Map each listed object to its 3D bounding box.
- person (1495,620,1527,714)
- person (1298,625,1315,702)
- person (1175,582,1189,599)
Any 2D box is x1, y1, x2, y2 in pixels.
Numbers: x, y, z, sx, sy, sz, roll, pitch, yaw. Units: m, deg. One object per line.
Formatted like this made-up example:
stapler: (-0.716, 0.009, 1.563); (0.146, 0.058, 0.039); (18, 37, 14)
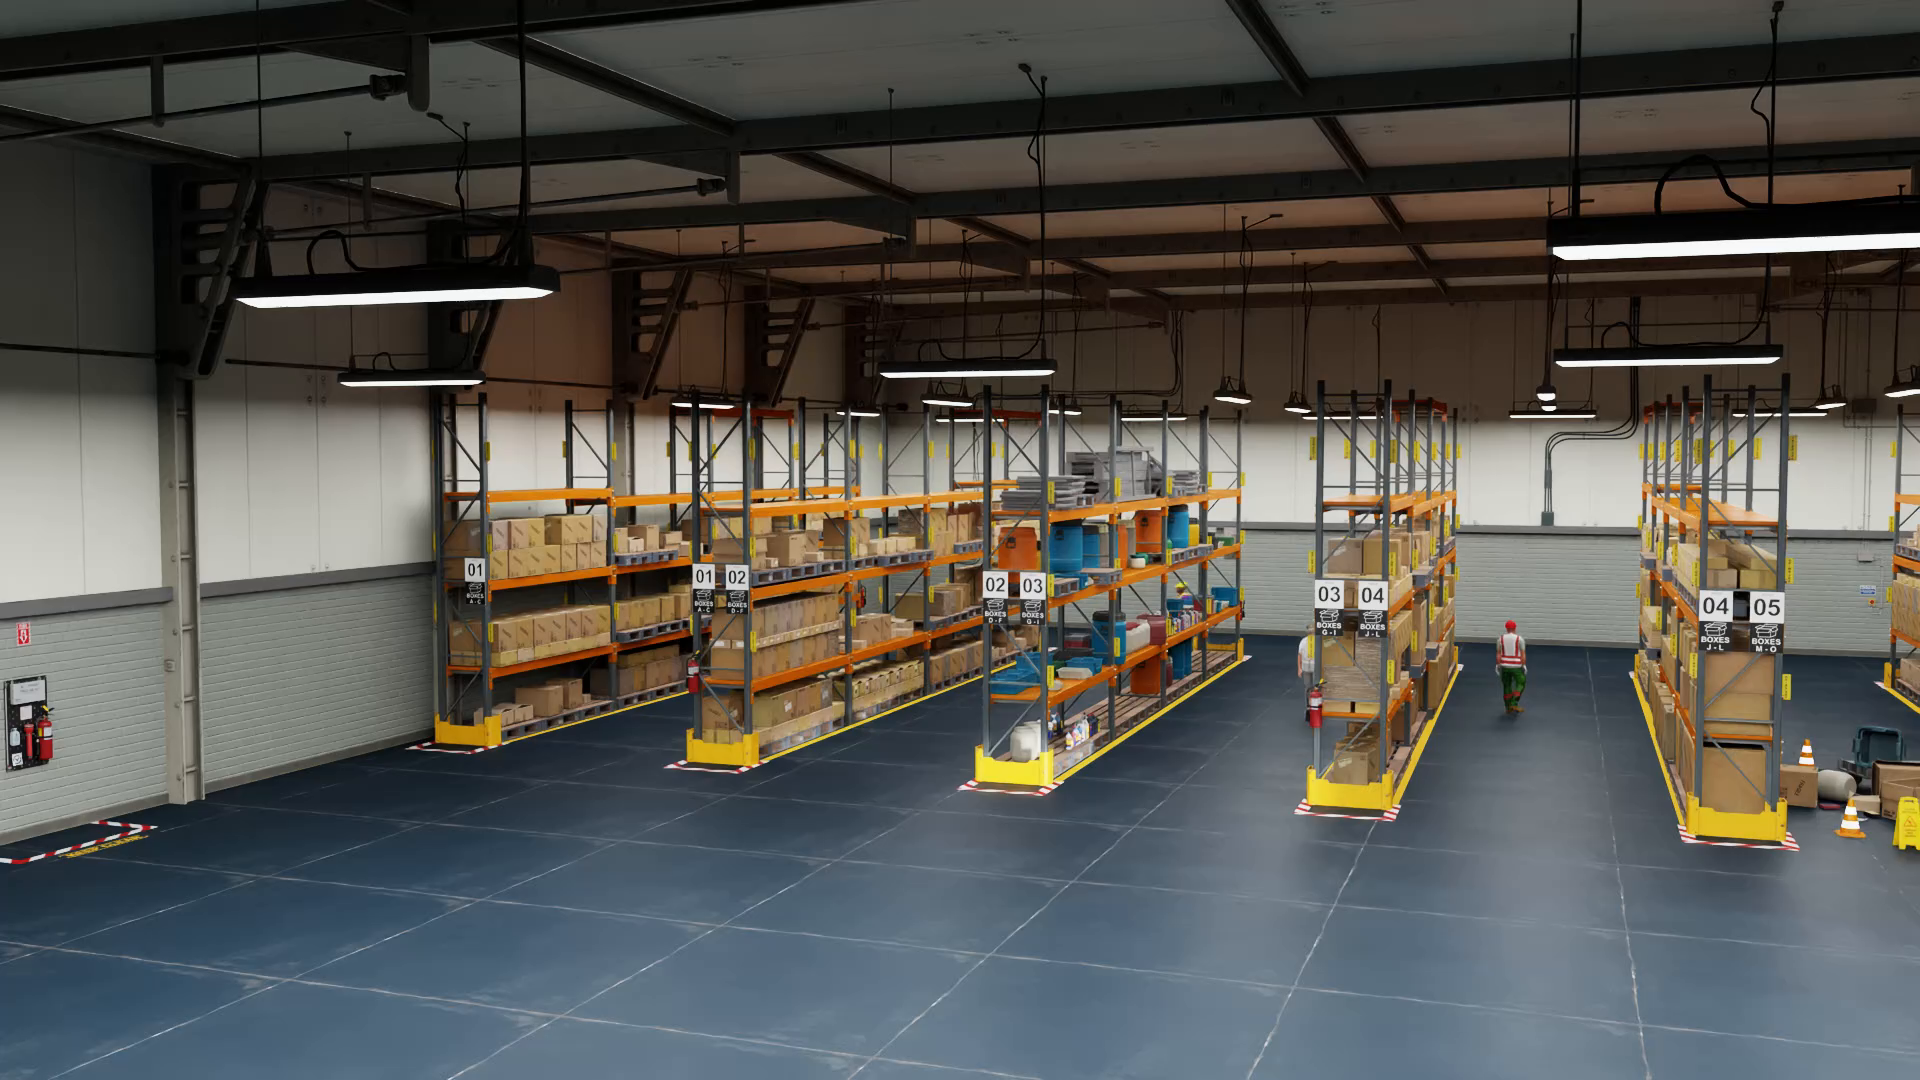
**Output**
person: (10.514, 2.426, 31.733); (0.574, 1.788, 0.550); (2, 3, 29)
person: (6.626, 2.454, 31.337); (0.553, 1.707, 0.919); (2, 4, 31)
person: (5.428, 1.926, 41.220); (0.482, 1.787, 0.601); (0, 3, 1)
